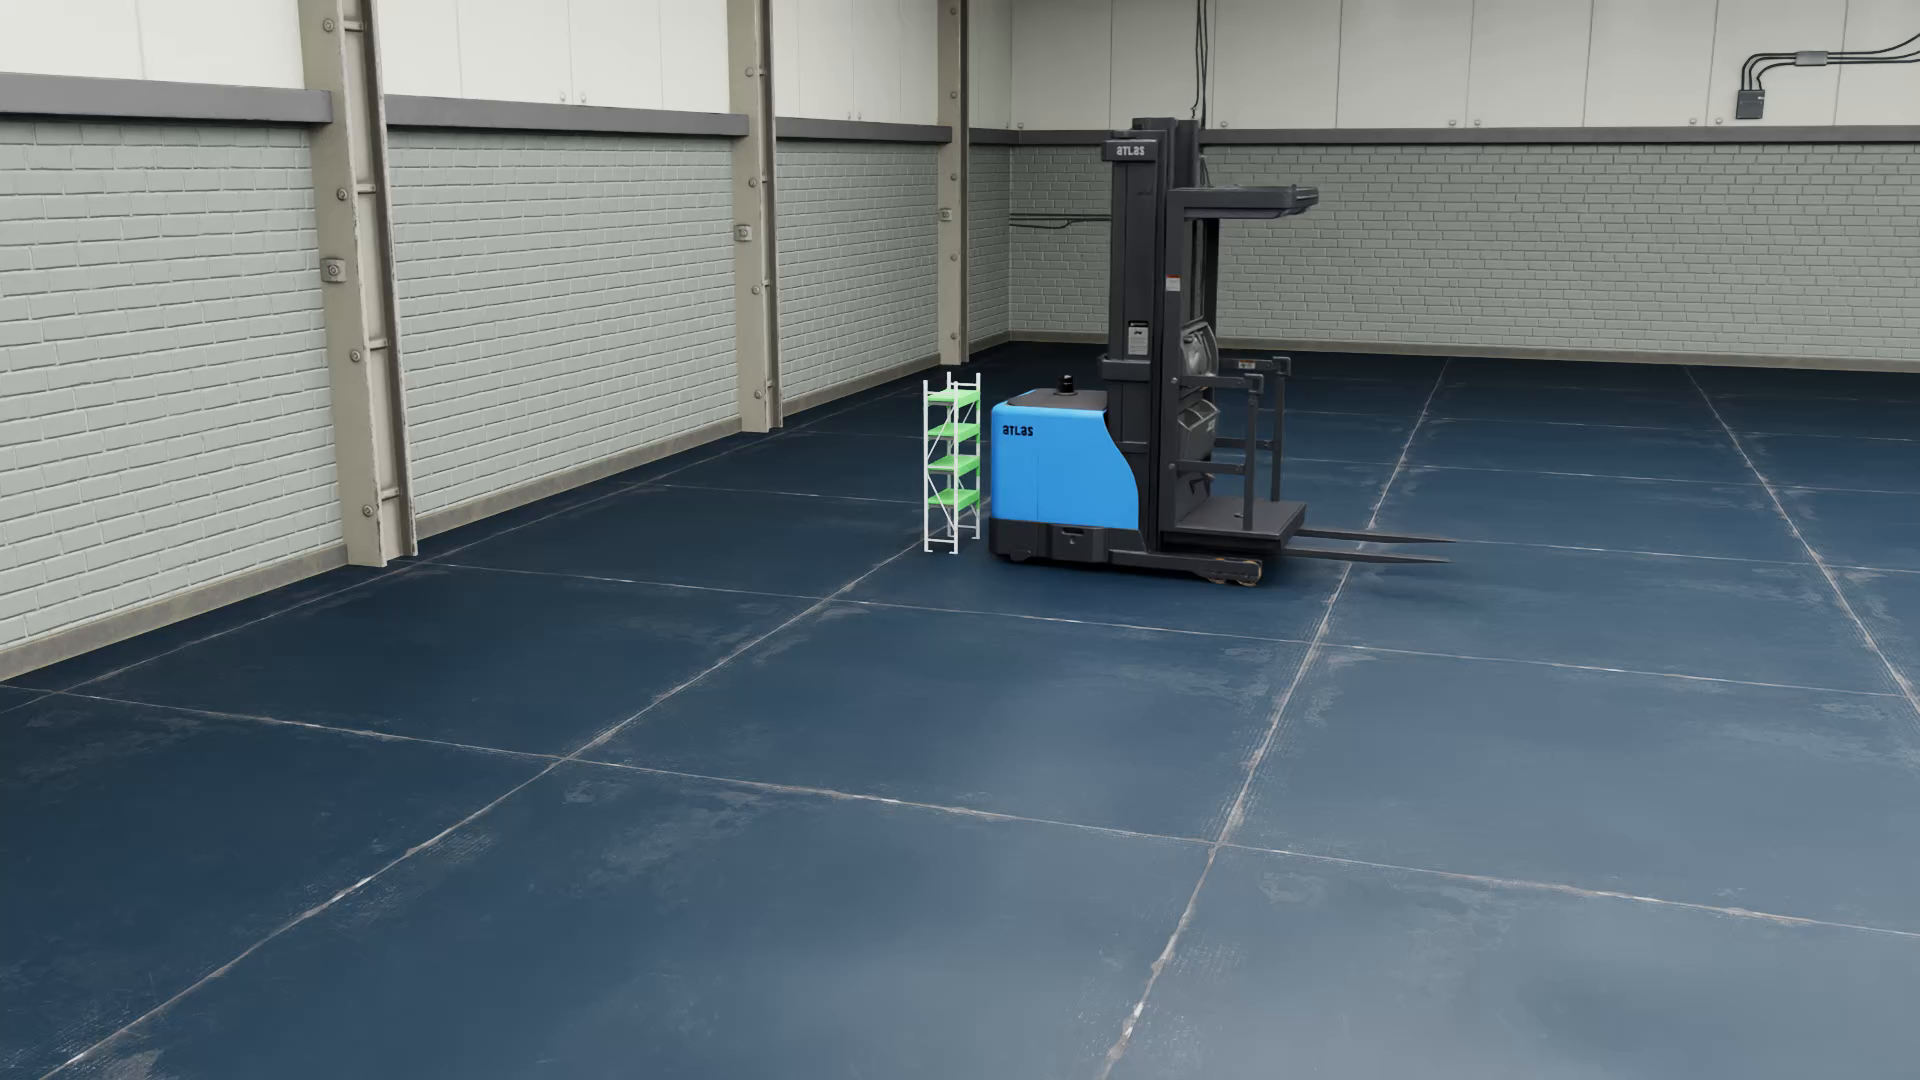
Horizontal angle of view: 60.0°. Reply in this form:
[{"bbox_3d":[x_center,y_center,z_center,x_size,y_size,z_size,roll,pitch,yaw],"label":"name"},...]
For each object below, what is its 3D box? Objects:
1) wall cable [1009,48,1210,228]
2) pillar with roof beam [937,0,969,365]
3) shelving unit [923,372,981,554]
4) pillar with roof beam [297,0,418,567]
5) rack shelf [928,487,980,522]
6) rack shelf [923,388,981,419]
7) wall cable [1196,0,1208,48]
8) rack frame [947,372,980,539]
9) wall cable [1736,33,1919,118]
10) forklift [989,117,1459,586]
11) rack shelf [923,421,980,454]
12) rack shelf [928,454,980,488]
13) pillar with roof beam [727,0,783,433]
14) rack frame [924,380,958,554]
[{"bbox_3d":[2.117,-5.795,24.133,3.097,2.526,0.112,4,14,18],"label":"wall cable"},{"bbox_3d":[3.986,-6.474,20.129,9.100,9.000,0.400,4,14,18],"label":"pillar with roof beam"},{"bbox_3d":[-0.054,-0.550,11.702,0.258,1.200,0.503,4,14,18],"label":"shelving unit"},{"bbox_3d":[0.103,-3.947,9.059,9.100,9.000,0.400,4,14,18],"label":"pillar with roof beam"},{"bbox_3d":[-0.054,-0.254,11.769,0.258,0.148,0.480,4,14,18],"label":"rack shelf"},{"bbox_3d":[-0.054,-0.956,11.609,0.258,0.148,0.480,4,14,18],"label":"rack shelf"},{"bbox_3d":[4.677,-8.062,22.717,3.097,2.526,0.112,4,14,18],"label":"wall cable"},{"bbox_3d":[0.025,-0.601,11.927,0.240,1.200,0.015,4,14,18],"label":"rack frame"},{"bbox_3d":[11.095,-8.280,20.400,2.305,6.003,0.169,4,14,18],"label":"wall cable"},{"bbox_3d":[1.767,-1.265,10.944,3.031,2.935,1.130,5,14,20],"label":"forklift"},{"bbox_3d":[-0.054,-0.722,11.662,0.258,0.148,0.480,4,14,18],"label":"rack shelf"},{"bbox_3d":[-0.054,-0.488,11.716,0.258,0.148,0.480,4,14,18],"label":"rack shelf"},{"bbox_3d":[2.045,-5.211,14.594,9.100,9.000,0.400,4,14,18],"label":"pillar with roof beam"},{"bbox_3d":[-0.132,-0.499,11.477,0.240,1.200,0.015,4,14,18],"label":"rack frame"}]
